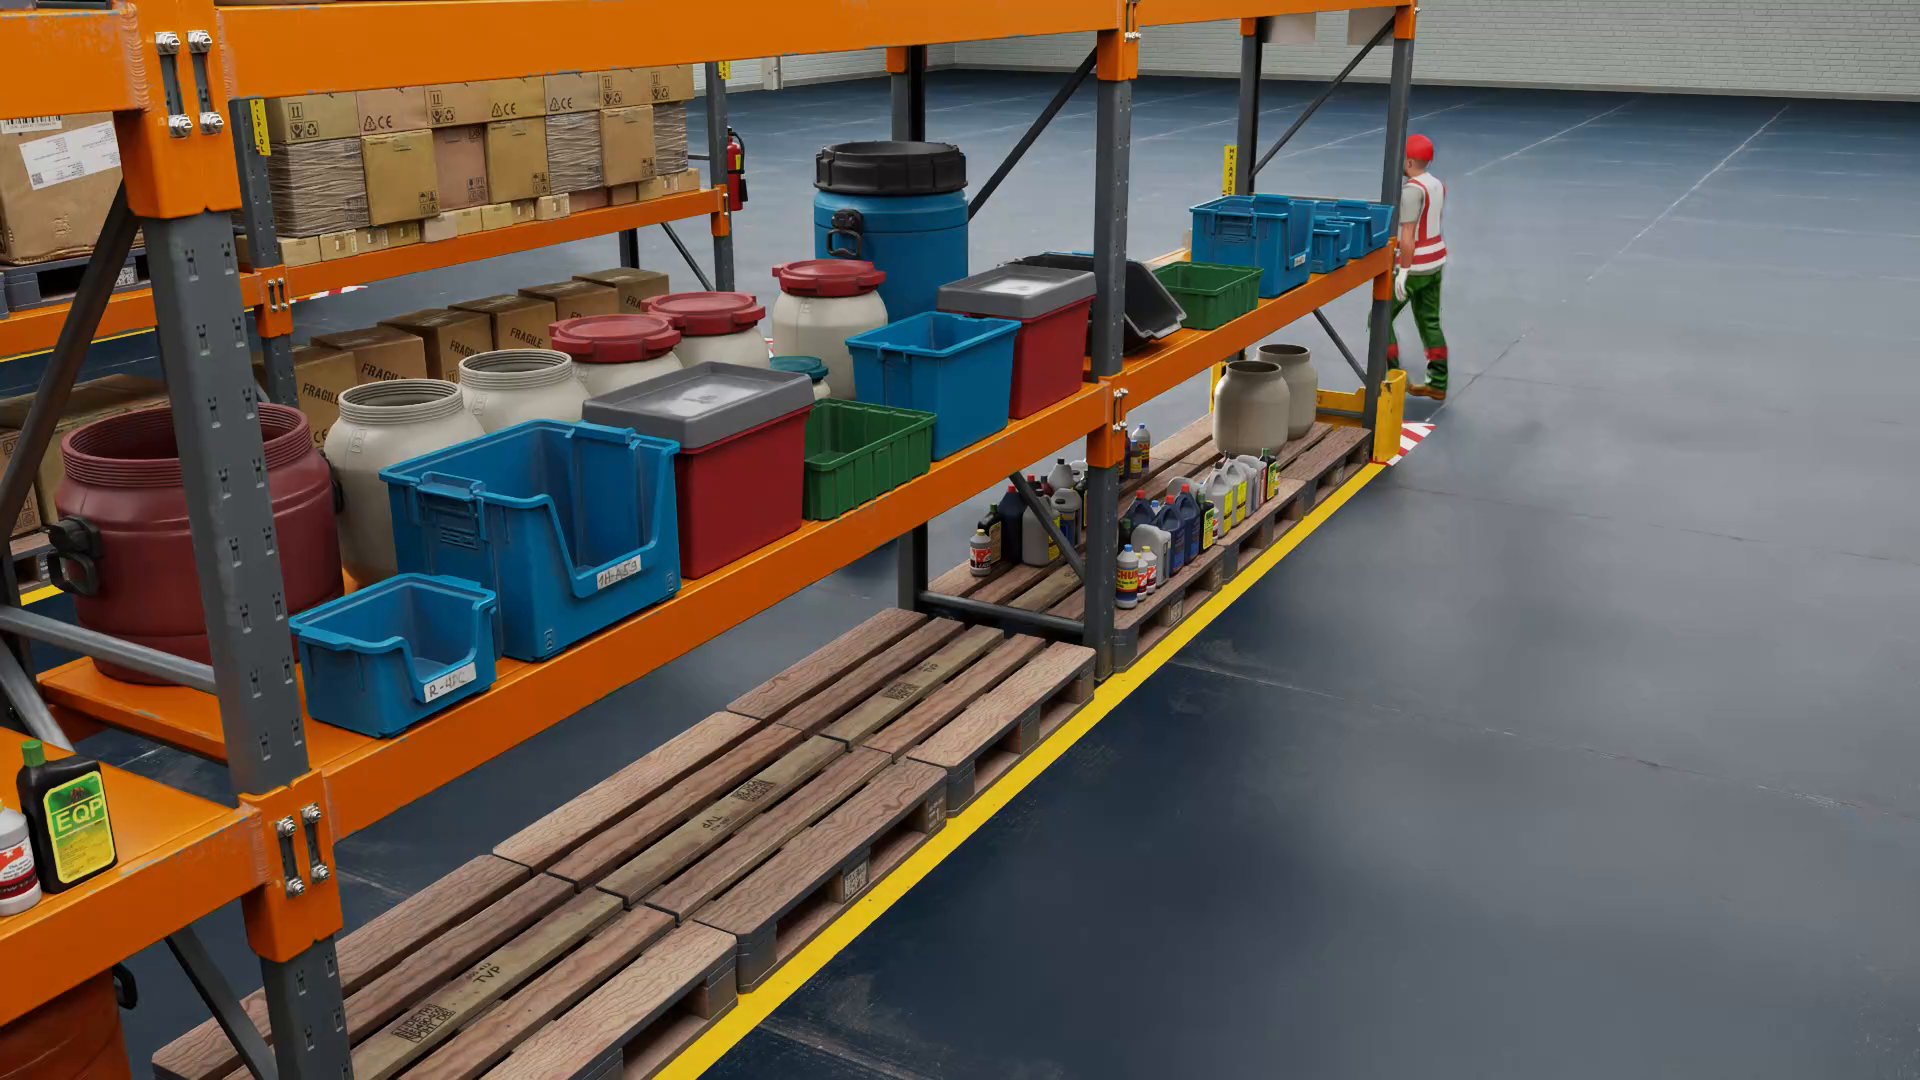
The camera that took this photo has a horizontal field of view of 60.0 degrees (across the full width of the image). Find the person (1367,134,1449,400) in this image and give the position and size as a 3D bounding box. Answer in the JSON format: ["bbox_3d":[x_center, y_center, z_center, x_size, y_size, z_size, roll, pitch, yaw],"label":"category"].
[{"bbox_3d":[3.043,-1.790,11.206,0.556,1.832,0.685,15,24,37],"label":"person"}]
